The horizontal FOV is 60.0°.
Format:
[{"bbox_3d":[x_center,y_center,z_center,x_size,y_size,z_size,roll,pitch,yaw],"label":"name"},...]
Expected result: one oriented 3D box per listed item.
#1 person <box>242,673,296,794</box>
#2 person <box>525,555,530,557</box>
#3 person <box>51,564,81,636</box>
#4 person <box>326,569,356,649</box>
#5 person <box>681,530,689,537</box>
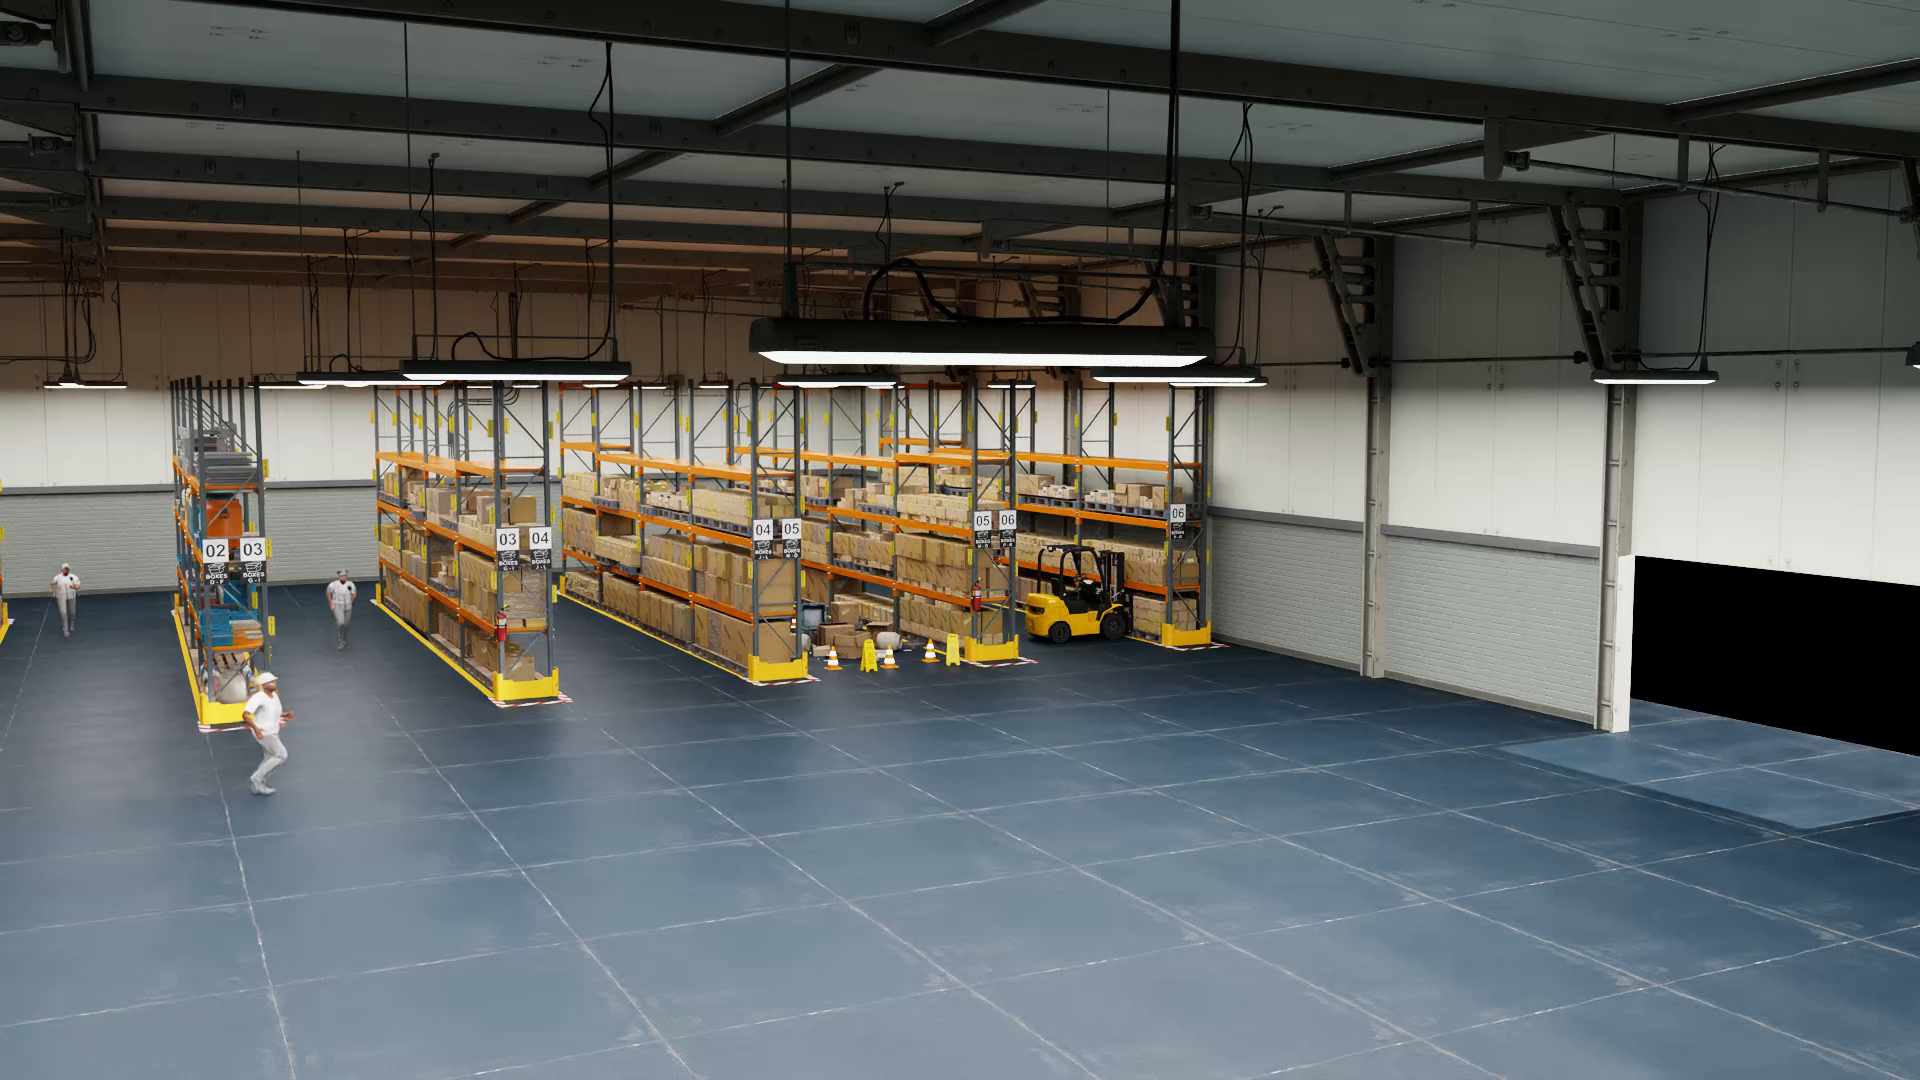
[{"bbox_3d":[-9.805,2.746,23.700,0.600,1.728,0.677,0,5,-5],"label":"person"},{"bbox_3d":[-12.272,0.745,46.320,0.756,1.676,0.878,-1,5,-10],"label":"person"},{"bbox_3d":[-21.073,1.387,39.229,0.603,1.662,0.921,-3,6,-34],"label":"person"},{"bbox_3d":[-13.835,1.554,37.284,0.573,1.826,0.882,-4,7,-39],"label":"person"},{"bbox_3d":[-8.316,0.421,50.191,0.807,1.621,0.581,-2,5,-21],"label":"person"}]
